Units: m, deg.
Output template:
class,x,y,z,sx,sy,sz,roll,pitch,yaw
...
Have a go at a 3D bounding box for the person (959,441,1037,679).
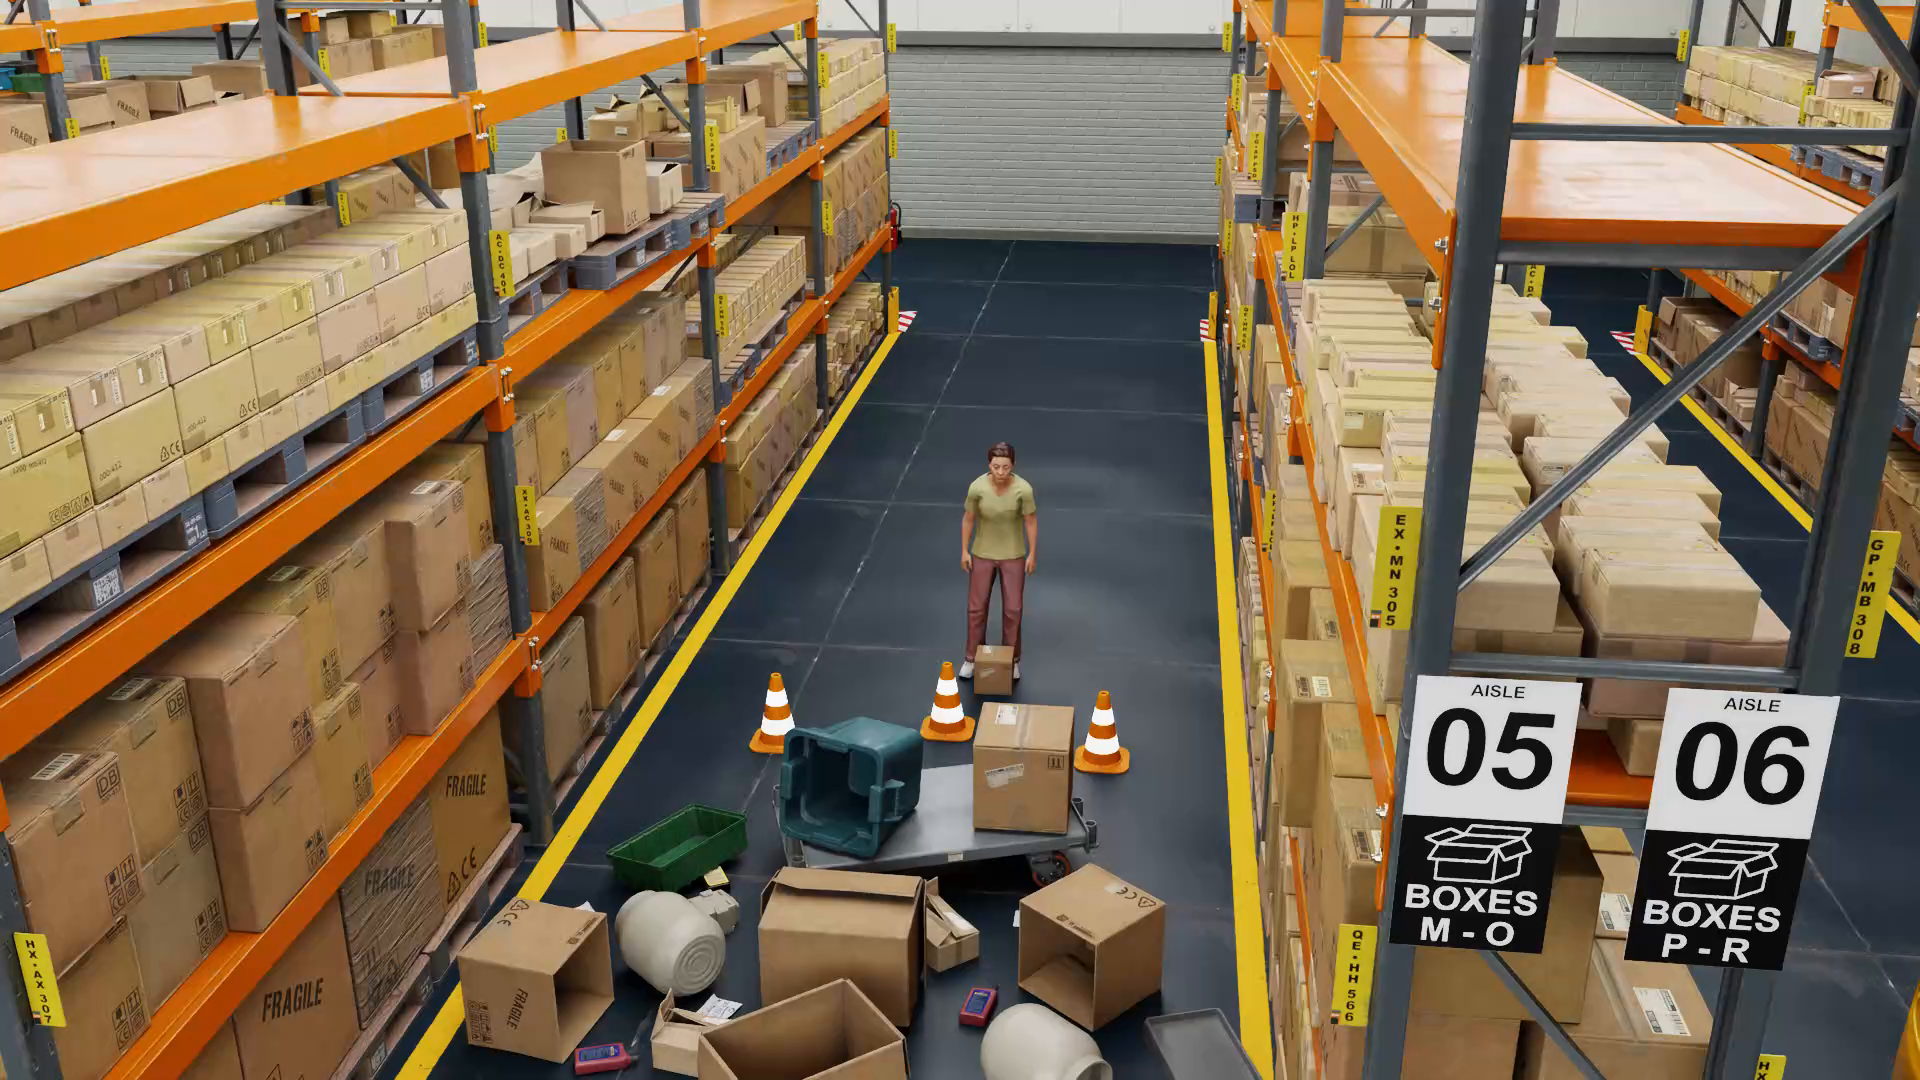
class,x,y,z,sx,sy,sz,roll,pitch,yaw
person,0.259,0.123,11.170,0.512,1.673,0.348,2,21,5
